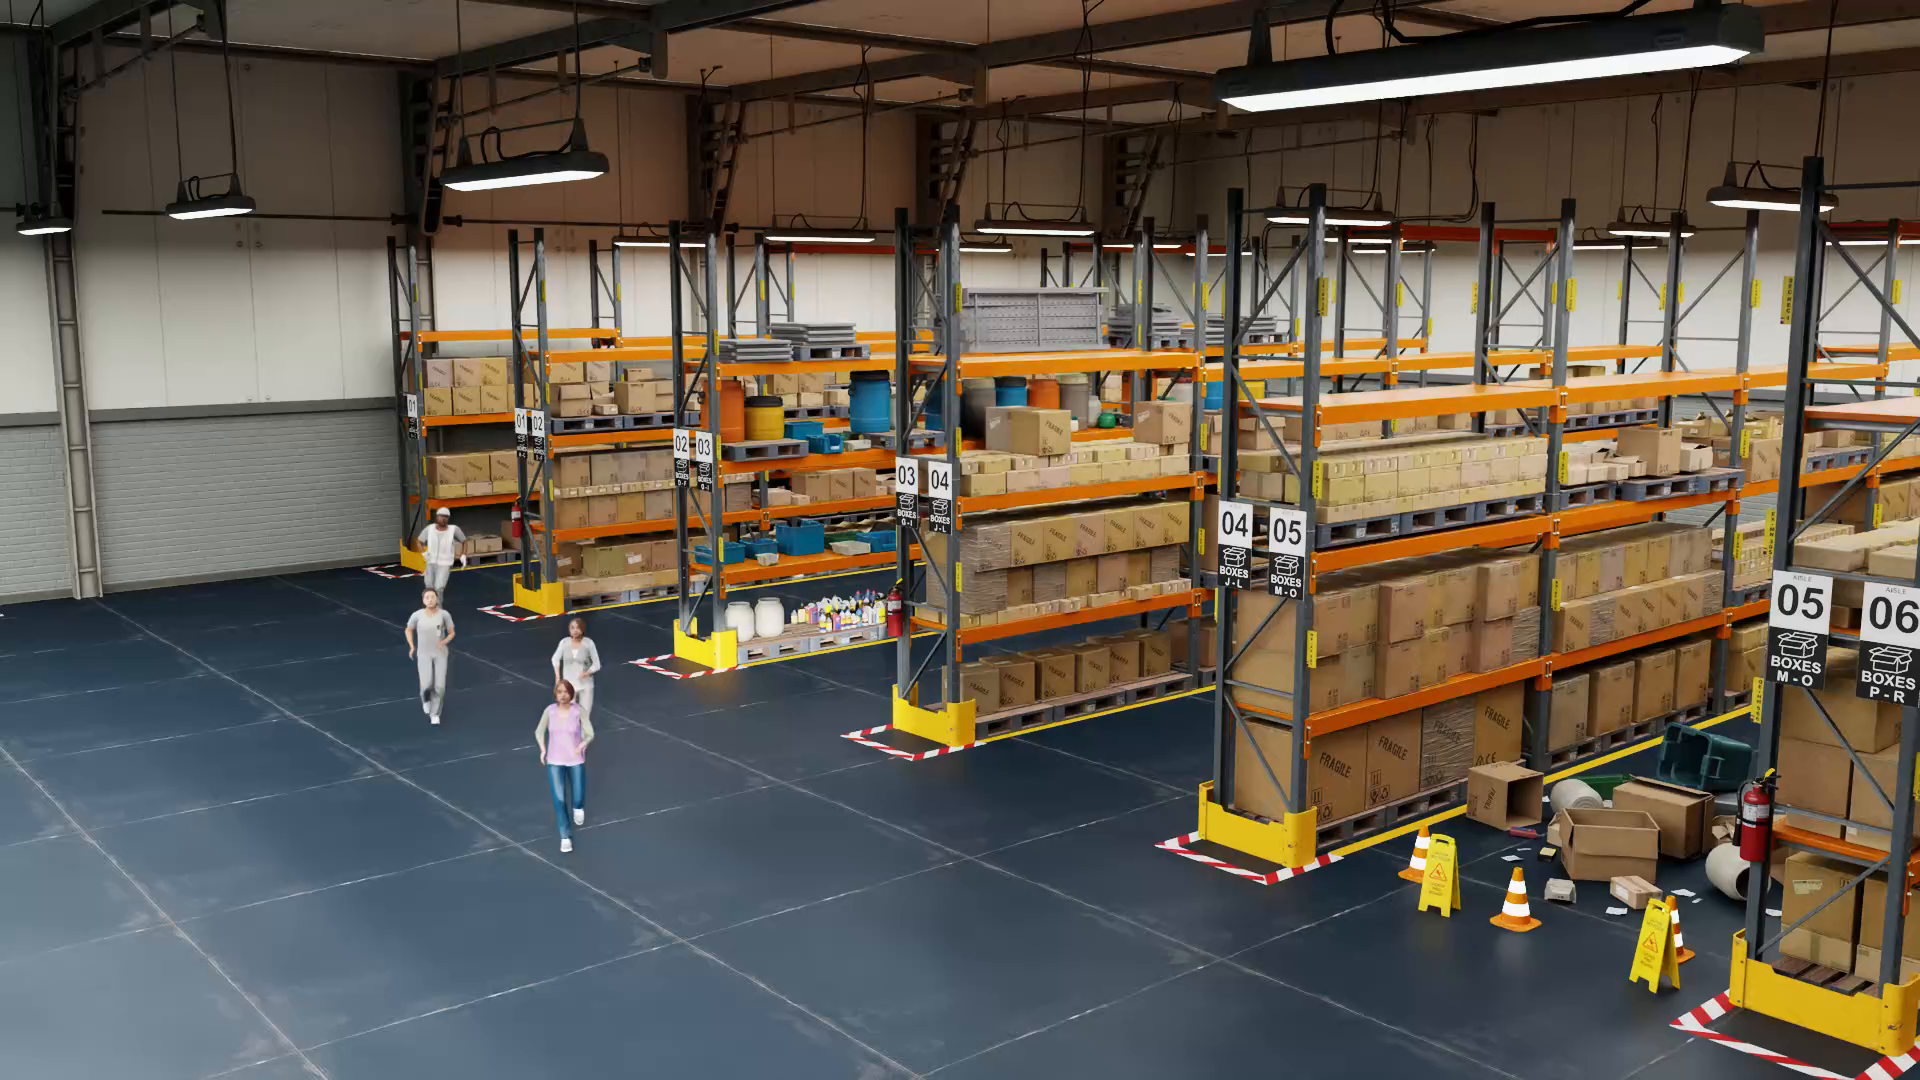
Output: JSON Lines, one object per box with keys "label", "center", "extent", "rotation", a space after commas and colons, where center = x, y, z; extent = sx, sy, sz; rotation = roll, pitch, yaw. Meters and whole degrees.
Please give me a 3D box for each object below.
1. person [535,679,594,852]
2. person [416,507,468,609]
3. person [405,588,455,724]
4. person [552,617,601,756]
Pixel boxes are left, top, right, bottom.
{"label": "person", "center": [-3.655, 2.050, 15.391], "extent": [0.542, 1.553, 0.680], "rotation": [-1, 9, -9]}
{"label": "person", "center": [-7.933, 0.381, 25.408], "extent": [0.741, 1.768, 0.897], "rotation": [-1, 9, -5]}
{"label": "person", "center": [-6.213, 1.375, 19.563], "extent": [0.559, 1.619, 0.557], "rotation": [-3, 9, -19]}
{"label": "person", "center": [-4.186, 1.624, 18.145], "extent": [0.528, 1.562, 0.544], "rotation": [-1, 9, -9]}
